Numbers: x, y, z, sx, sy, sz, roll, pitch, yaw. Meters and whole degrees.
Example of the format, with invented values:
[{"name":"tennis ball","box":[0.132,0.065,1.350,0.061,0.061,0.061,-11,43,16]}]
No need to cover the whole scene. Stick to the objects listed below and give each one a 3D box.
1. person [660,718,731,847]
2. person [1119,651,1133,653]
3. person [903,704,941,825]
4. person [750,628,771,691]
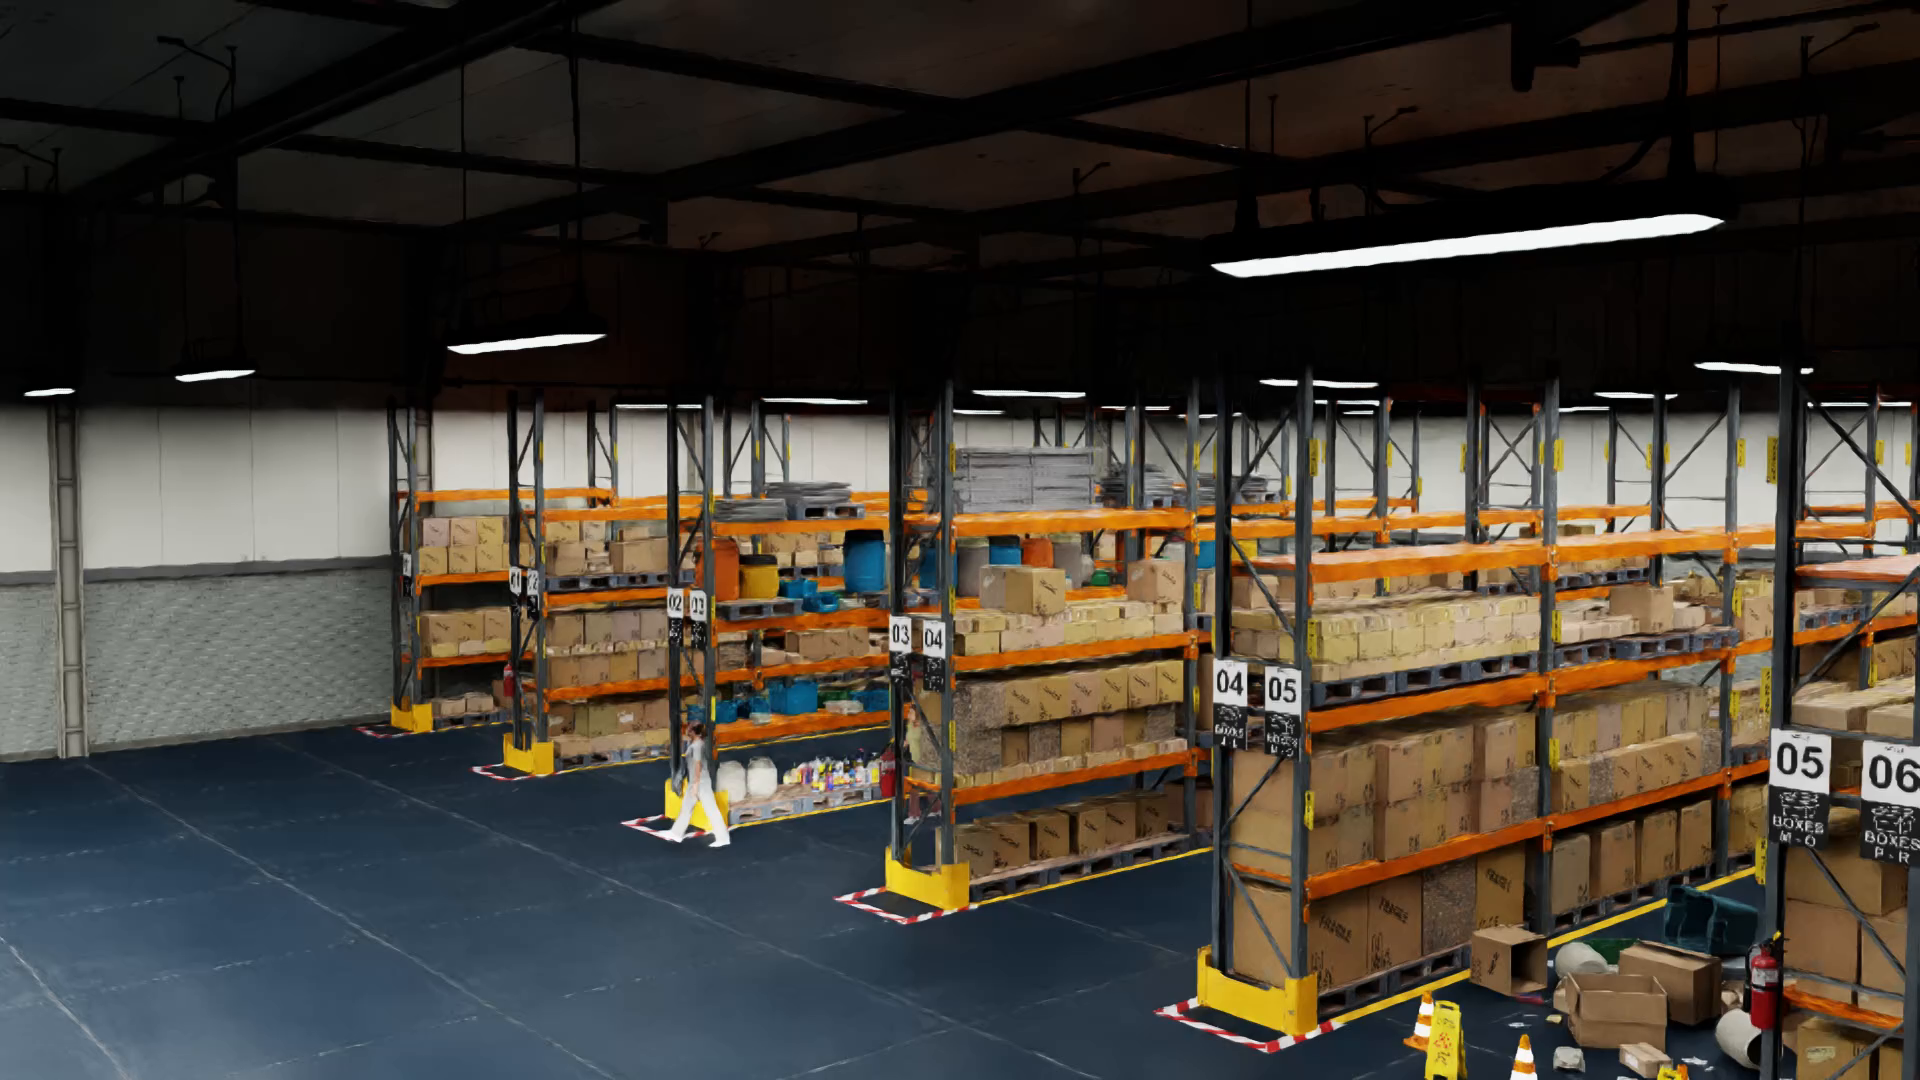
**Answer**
[{"name":"person","box":[-3.396,3.087,21.290,0.879,1.621,0.576,-1,3,-12]},{"name":"person","box":[3.025,2.537,30.260,0.552,1.742,0.677,-3,4,-41]},{"name":"person","box":[-0.519,3.032,22.757,0.799,1.600,0.603,-2,4,-35]},{"name":"person","box":[-3.736,2.494,31.241,0.422,1.677,0.502,1,4,18]}]
